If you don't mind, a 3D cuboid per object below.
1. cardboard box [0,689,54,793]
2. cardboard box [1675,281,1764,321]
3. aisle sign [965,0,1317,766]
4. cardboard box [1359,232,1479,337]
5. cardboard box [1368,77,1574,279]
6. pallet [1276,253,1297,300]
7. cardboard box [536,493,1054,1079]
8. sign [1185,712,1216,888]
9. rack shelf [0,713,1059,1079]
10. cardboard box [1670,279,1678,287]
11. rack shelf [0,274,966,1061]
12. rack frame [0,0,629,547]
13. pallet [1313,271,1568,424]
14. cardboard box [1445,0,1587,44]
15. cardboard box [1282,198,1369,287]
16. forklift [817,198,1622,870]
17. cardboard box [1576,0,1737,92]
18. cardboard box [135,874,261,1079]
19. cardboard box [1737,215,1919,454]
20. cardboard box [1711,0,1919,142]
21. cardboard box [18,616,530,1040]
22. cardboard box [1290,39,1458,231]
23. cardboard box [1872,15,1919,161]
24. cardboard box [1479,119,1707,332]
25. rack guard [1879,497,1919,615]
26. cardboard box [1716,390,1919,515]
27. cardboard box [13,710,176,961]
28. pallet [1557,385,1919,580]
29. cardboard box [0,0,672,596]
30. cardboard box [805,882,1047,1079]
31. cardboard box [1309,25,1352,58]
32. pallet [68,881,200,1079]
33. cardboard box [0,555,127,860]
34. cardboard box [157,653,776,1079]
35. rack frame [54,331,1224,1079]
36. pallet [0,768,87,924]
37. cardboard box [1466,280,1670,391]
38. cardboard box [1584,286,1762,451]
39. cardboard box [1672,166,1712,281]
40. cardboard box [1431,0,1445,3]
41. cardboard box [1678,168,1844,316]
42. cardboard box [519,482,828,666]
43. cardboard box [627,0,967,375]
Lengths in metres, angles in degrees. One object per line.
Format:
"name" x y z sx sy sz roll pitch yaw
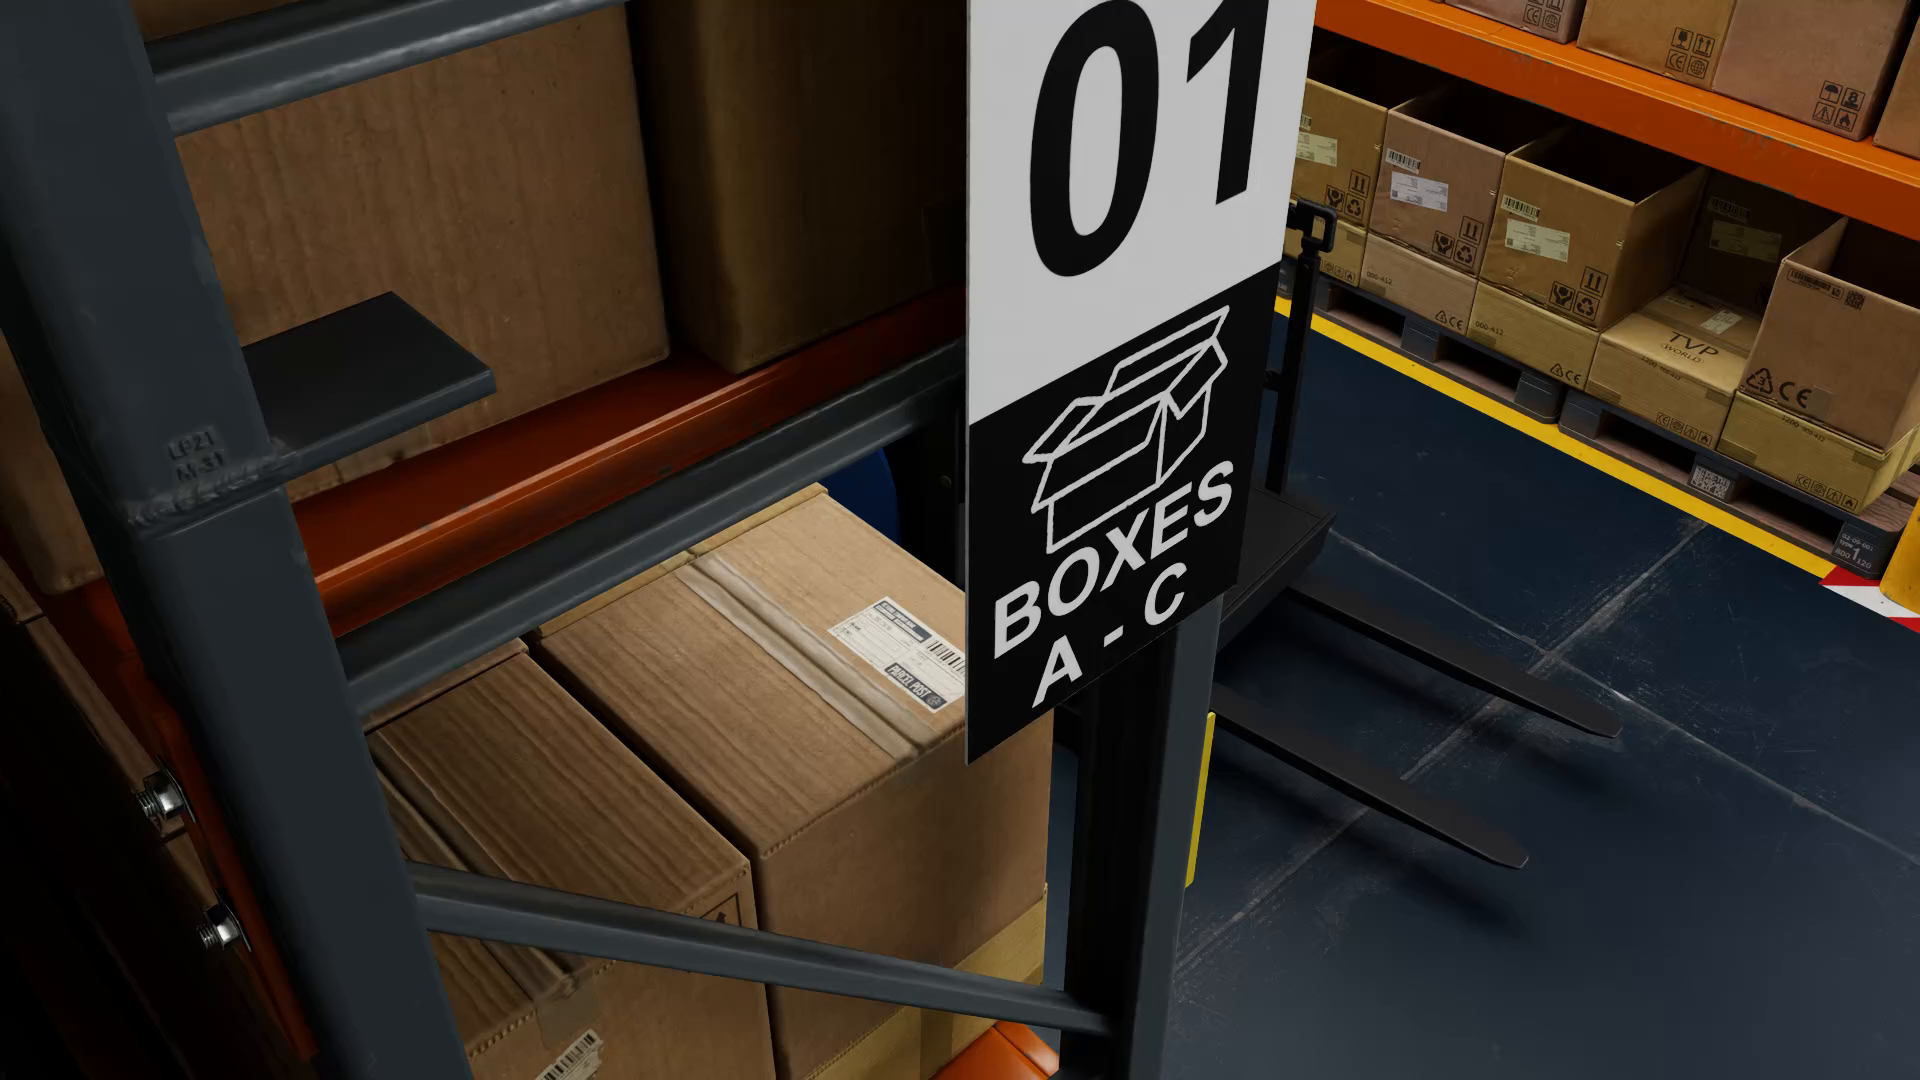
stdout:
"cardboard box" -1.624 0.147 3.209 0.500 0.250 0.500 -29 47 -31
"cardboard box" 2.988 -0.844 6.186 0.500 0.250 0.500 -30 48 -32
"aisle sign" 0.151 -0.176 1.436 0.394 0.787 0.004 -30 48 -32
"cardboard box" 1.924 -1.083 6.482 0.500 0.250 0.500 -30 48 -32
"cardboard box" 1.921 -1.373 6.245 0.500 0.500 0.500 -30 48 -32
"pallet" 1.329 -1.558 7.435 1.003 0.211 1.213 -30 48 -32
"cardboard box" -0.220 0.339 2.373 0.500 0.500 0.500 -30 48 -32
"sign" 0.281 0.362 2.150 0.100 0.325 0.005 -30 48 -32
"rack shelf" -1.471 0.283 3.508 1.077 0.370 4.000 -30 48 -32
"cardboard box" 2.650 -1.075 6.473 0.500 0.250 0.500 -30 48 -32
"rack shelf" -1.471 -0.884 2.566 1.077 0.370 4.000 -30 48 -32
"rack frame" -0.119 -1.405 0.251 1.000 3.000 0.127 -30 48 -32
"pallet" 2.159 -0.993 6.736 1.003 0.211 1.213 -30 48 -32
"cardboard box" 2.172 -2.153 5.873 0.700 0.500 0.500 -28 47 -31
"cardboard box" 1.581 -1.312 6.765 0.500 0.250 0.500 -30 48 -32
"forklift" 0.485 -0.888 4.441 3.031 2.935 1.130 27 46 30
"cardboard box" 2.531 -1.911 5.574 0.700 0.500 0.500 -30 47 -31
"cardboard box" -0.936 0.610 2.636 0.500 0.250 0.500 -29 47 -31
"cardboard box" 2.946 -0.685 5.392 0.500 0.500 0.500 -30 48 -32
"cardboard box" 2.862 -1.679 5.286 0.700 0.500 0.500 -29 47 -31
"cardboard box" -0.927 0.323 2.393 0.500 0.500 0.500 -29 47 -31
"cardboard box" 1.582 -1.604 6.530 0.500 0.500 0.500 -30 48 -32
"cardboard box" 3.221 -1.438 4.988 0.700 0.500 0.500 -30 48 -32
"cardboard box" 2.258 -1.141 5.957 0.500 0.500 0.500 -30 48 -32
"rack guard" 3.544 -0.194 5.517 1.175 0.500 0.348 -30 48 -32
"cardboard box" 2.947 -0.394 5.629 0.500 0.250 0.500 -30 48 -32
"cardboard box" -1.280 0.379 2.921 0.500 0.250 0.500 -30 48 -32
"pallet" 2.979 -0.429 6.037 1.003 0.211 1.213 -30 48 -32
"cardboard box" -0.588 -0.370 1.262 0.500 0.500 0.500 -26 46 -29
"cardboard box" -0.215 0.619 2.624 0.500 0.250 0.500 -31 48 -33
"cardboard box" 1.249 -1.839 6.821 0.500 0.500 0.500 -30 48 -32
"pallet" -1.515 1.023 4.239 1.003 0.211 1.213 -30 48 -32
"cardboard box" -1.280 0.086 2.687 0.500 0.500 0.500 -31 48 -33
"cardboard box" -0.594 0.560 2.100 0.500 0.500 0.500 -31 48 -32
"rack frame" -0.119 0.929 2.136 1.000 3.000 0.127 -30 48 -32
"pallet" -2.344 0.459 4.938 1.003 0.211 1.213 -30 48 -32
"cardboard box" 2.261 -0.851 6.195 0.500 0.250 0.500 -30 48 -32
"cardboard box" 2.600 -0.620 5.909 0.500 0.250 0.500 -30 48 -32
"cardboard box" 2.641 -1.362 6.231 0.500 0.500 0.500 -30 48 -32
"cardboard box" 1.825 -2.390 6.166 0.700 0.500 0.500 -29 47 -31
"cardboard box" 2.989 -1.136 5.951 0.500 0.500 0.500 -30 48 -32
"cardboard box" -0.547 0.106 2.662 0.500 0.500 0.500 -30 48 -32
"cardboard box" -0.161 -0.545 1.479 0.500 0.500 0.500 -29 47 -31
